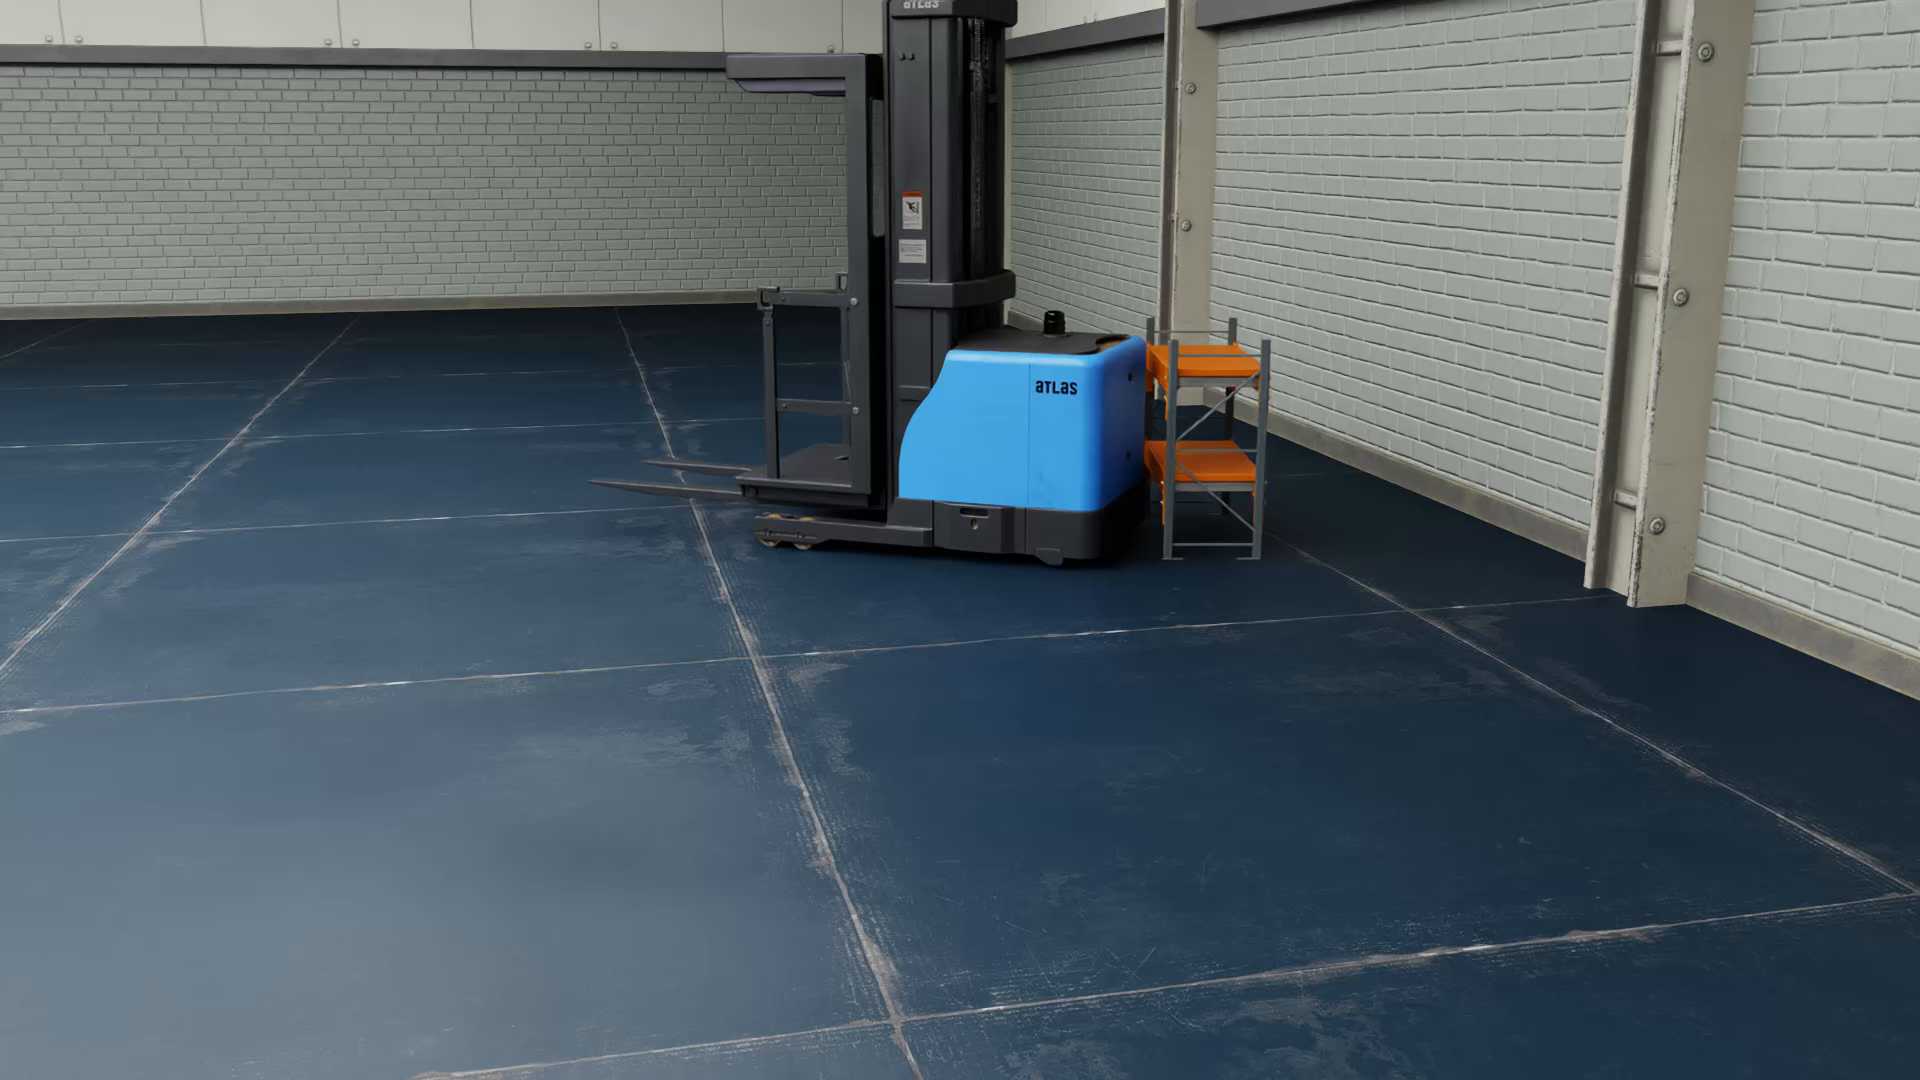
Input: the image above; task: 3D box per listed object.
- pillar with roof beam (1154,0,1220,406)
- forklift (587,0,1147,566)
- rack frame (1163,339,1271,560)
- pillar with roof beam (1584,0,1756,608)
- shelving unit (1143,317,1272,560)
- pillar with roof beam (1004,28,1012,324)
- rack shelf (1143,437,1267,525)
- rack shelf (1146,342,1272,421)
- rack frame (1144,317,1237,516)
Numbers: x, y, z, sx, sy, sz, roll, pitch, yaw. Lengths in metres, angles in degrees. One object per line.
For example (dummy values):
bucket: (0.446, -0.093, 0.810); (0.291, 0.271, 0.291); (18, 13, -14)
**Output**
pillar with roof beam: (-2.391, -5.259, 11.491); (9.100, 9.000, 0.400); (-3, 14, -13)
forklift: (-0.563, -1.490, 8.848); (3.031, 2.935, 1.130); (5, 15, 19)
rack frame: (1.291, -0.447, 8.388); (0.500, 1.125, 0.032); (0, 14, 0)
pillar with roof beam: (-0.982, -3.874, 5.825); (9.100, 9.000, 0.400); (-3, 14, -13)
shelving unit: (1.290, -0.568, 8.882); (0.538, 1.125, 1.048); (0, 14, 0)
pillar with roof beam: (-3.800, -6.643, 17.156); (9.100, 9.000, 0.400); (-3, 14, -13)
rack shelf: (1.290, -0.331, 8.940); (0.538, 0.278, 1.000); (0, 14, 0)
rack shelf: (1.290, -0.852, 8.813); (0.538, 0.278, 1.000); (0, 14, 0)
rack frame: (1.289, -0.689, 9.376); (0.500, 1.125, 0.032); (0, 14, 0)
